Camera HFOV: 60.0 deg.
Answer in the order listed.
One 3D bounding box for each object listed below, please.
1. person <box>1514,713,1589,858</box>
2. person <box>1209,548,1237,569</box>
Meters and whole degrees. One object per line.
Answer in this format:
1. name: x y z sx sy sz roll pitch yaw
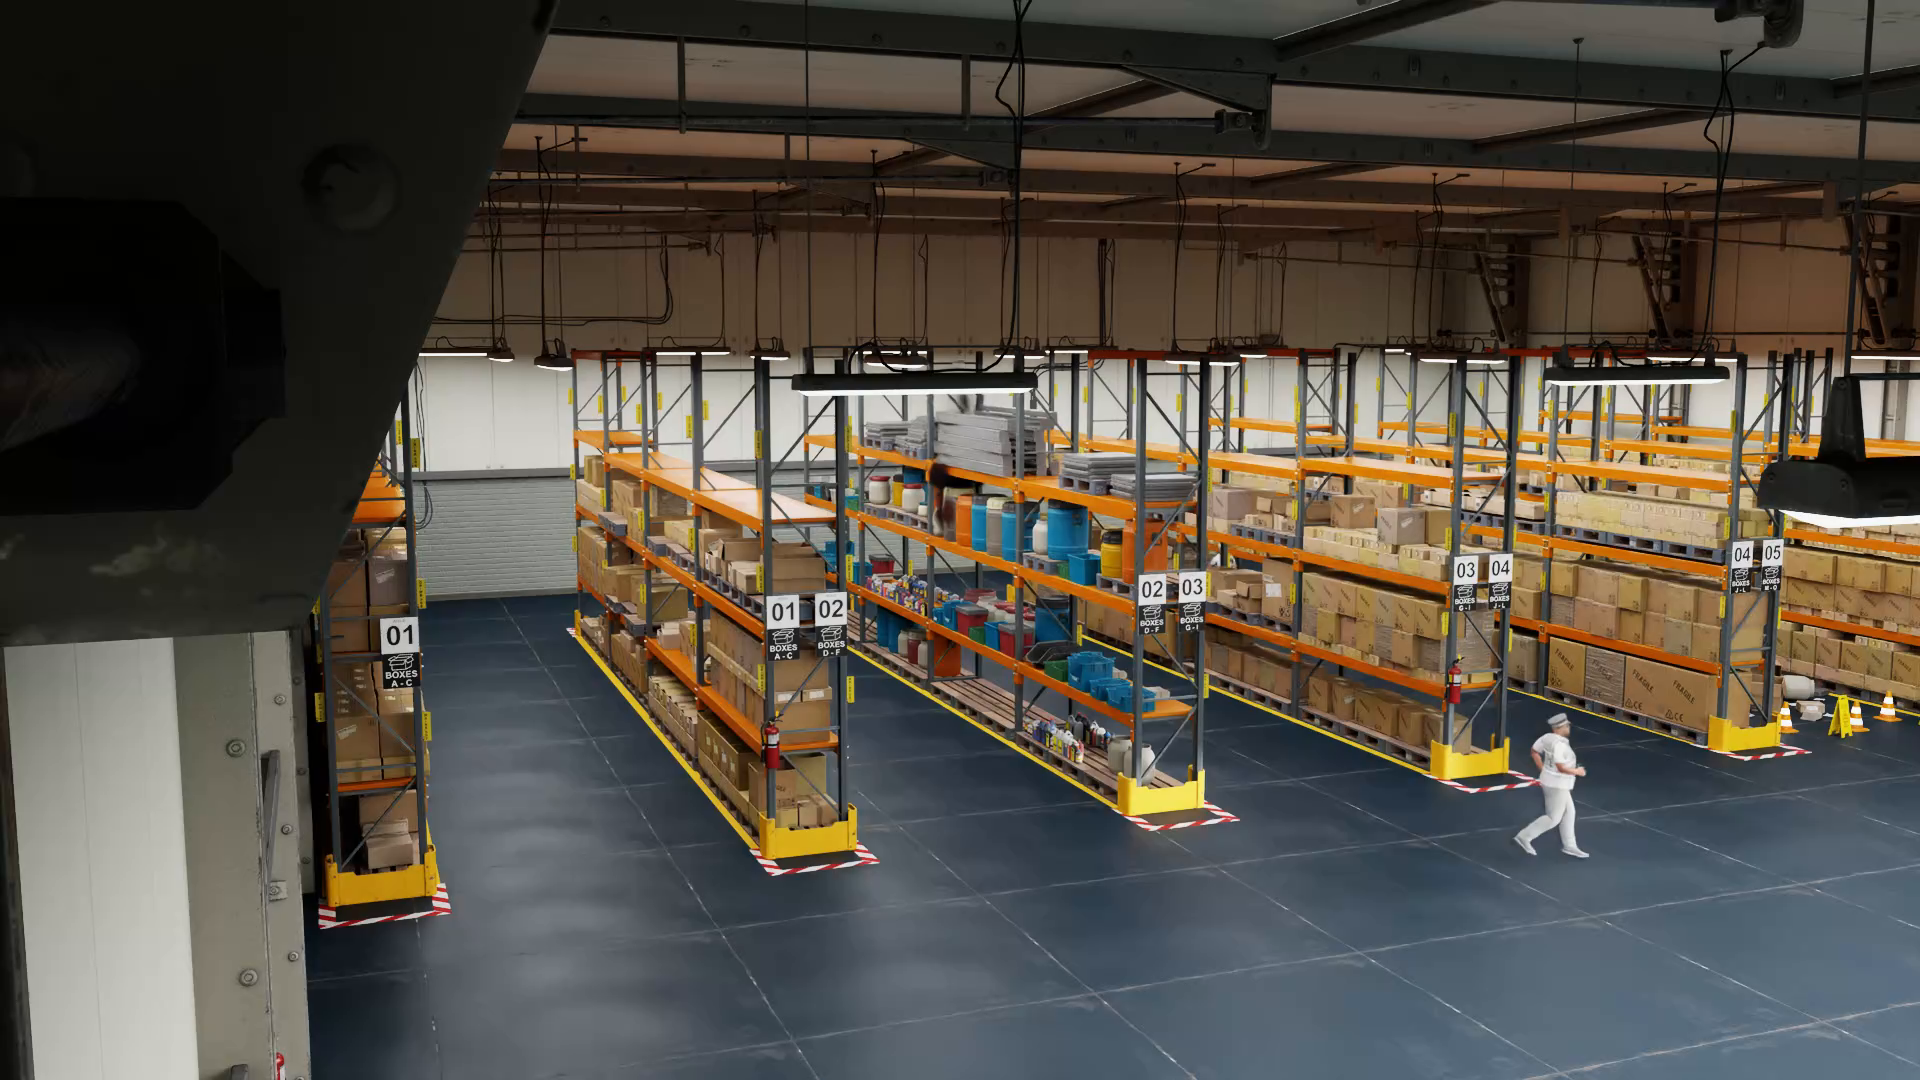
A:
1. person: 7.165 2.968 20.043 0.915 1.797 0.658 1 7 7
2. person: 5.838 0.933 36.892 0.599 1.716 0.797 -2 7 -18
